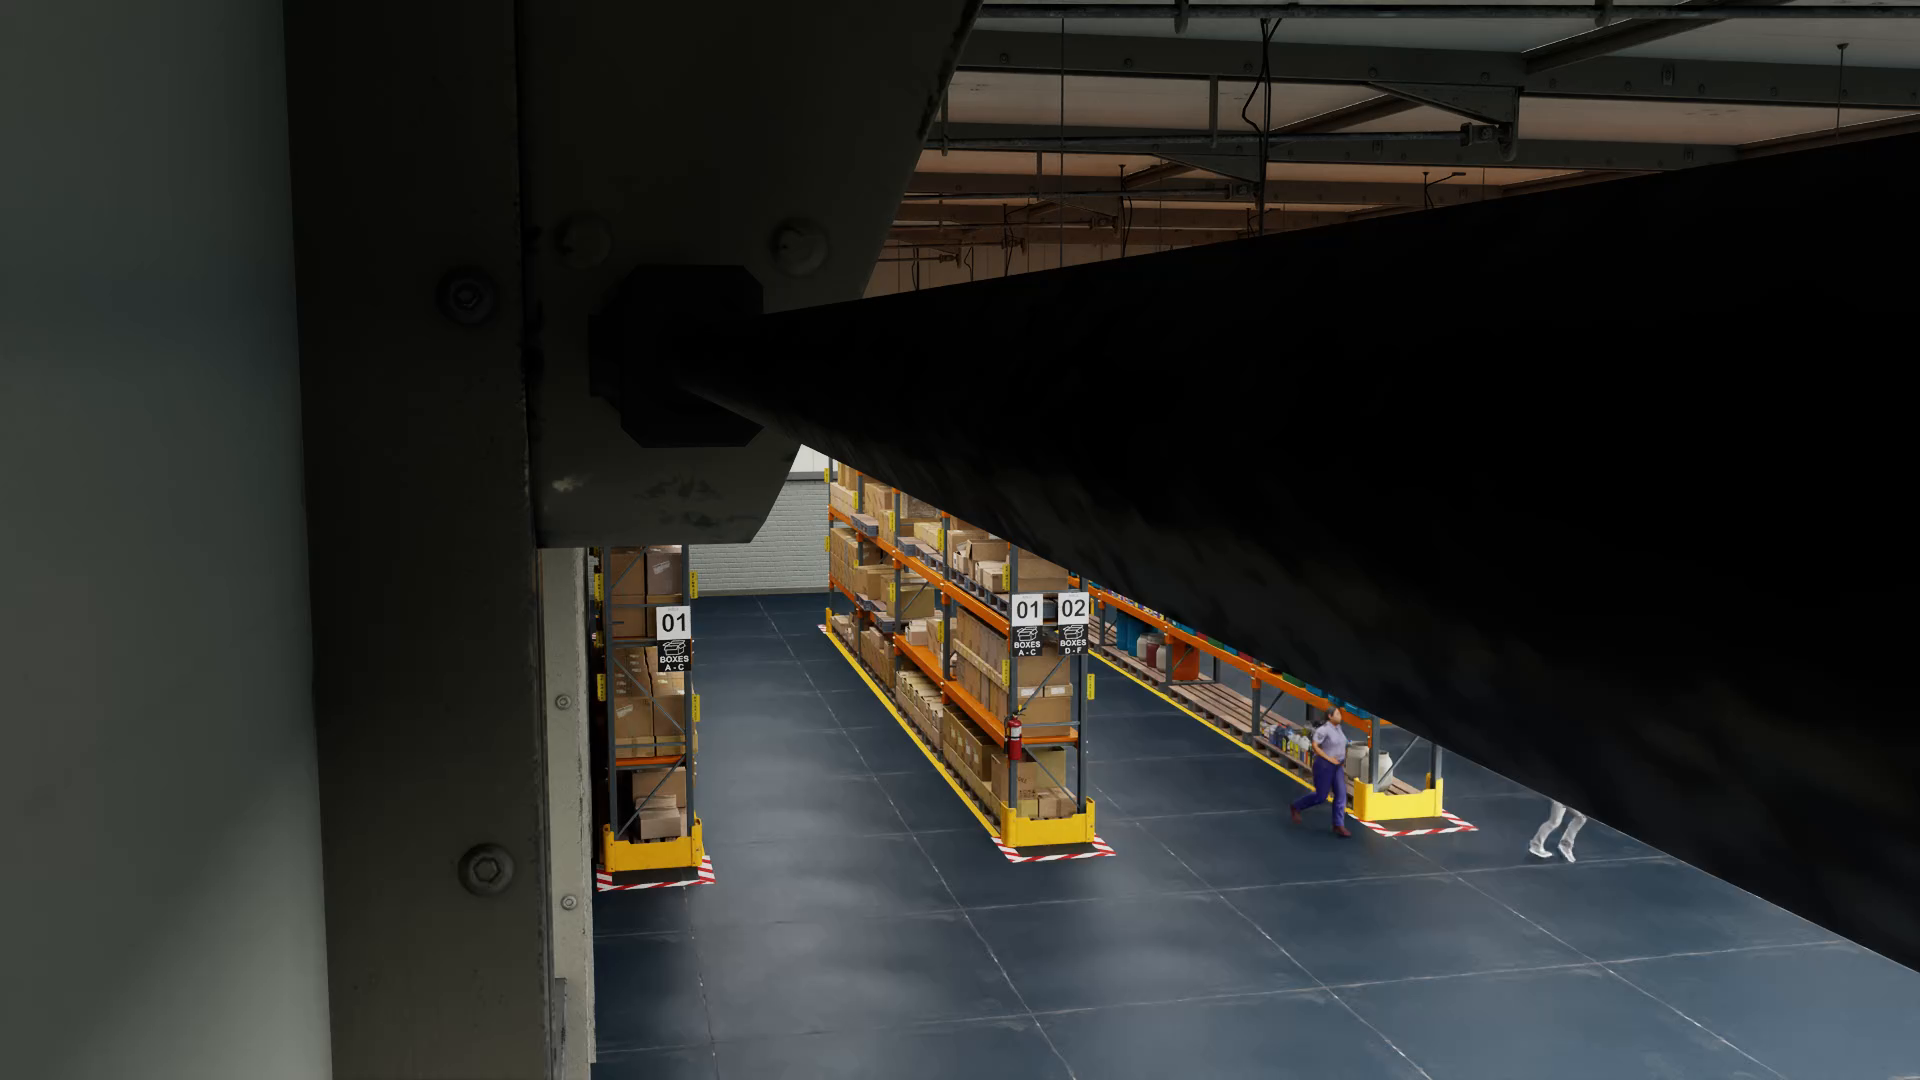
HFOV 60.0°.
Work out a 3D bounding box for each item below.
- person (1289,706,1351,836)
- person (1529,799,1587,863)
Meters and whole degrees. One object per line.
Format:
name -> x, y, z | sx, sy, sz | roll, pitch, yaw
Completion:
person -> 4.820, 2.973, 21.662 | 0.680, 1.597, 0.885 | -7, 9, -44
person -> 7.358, 3.142, 20.245 | 0.760, 1.620, 0.503 | 3, 8, 26
